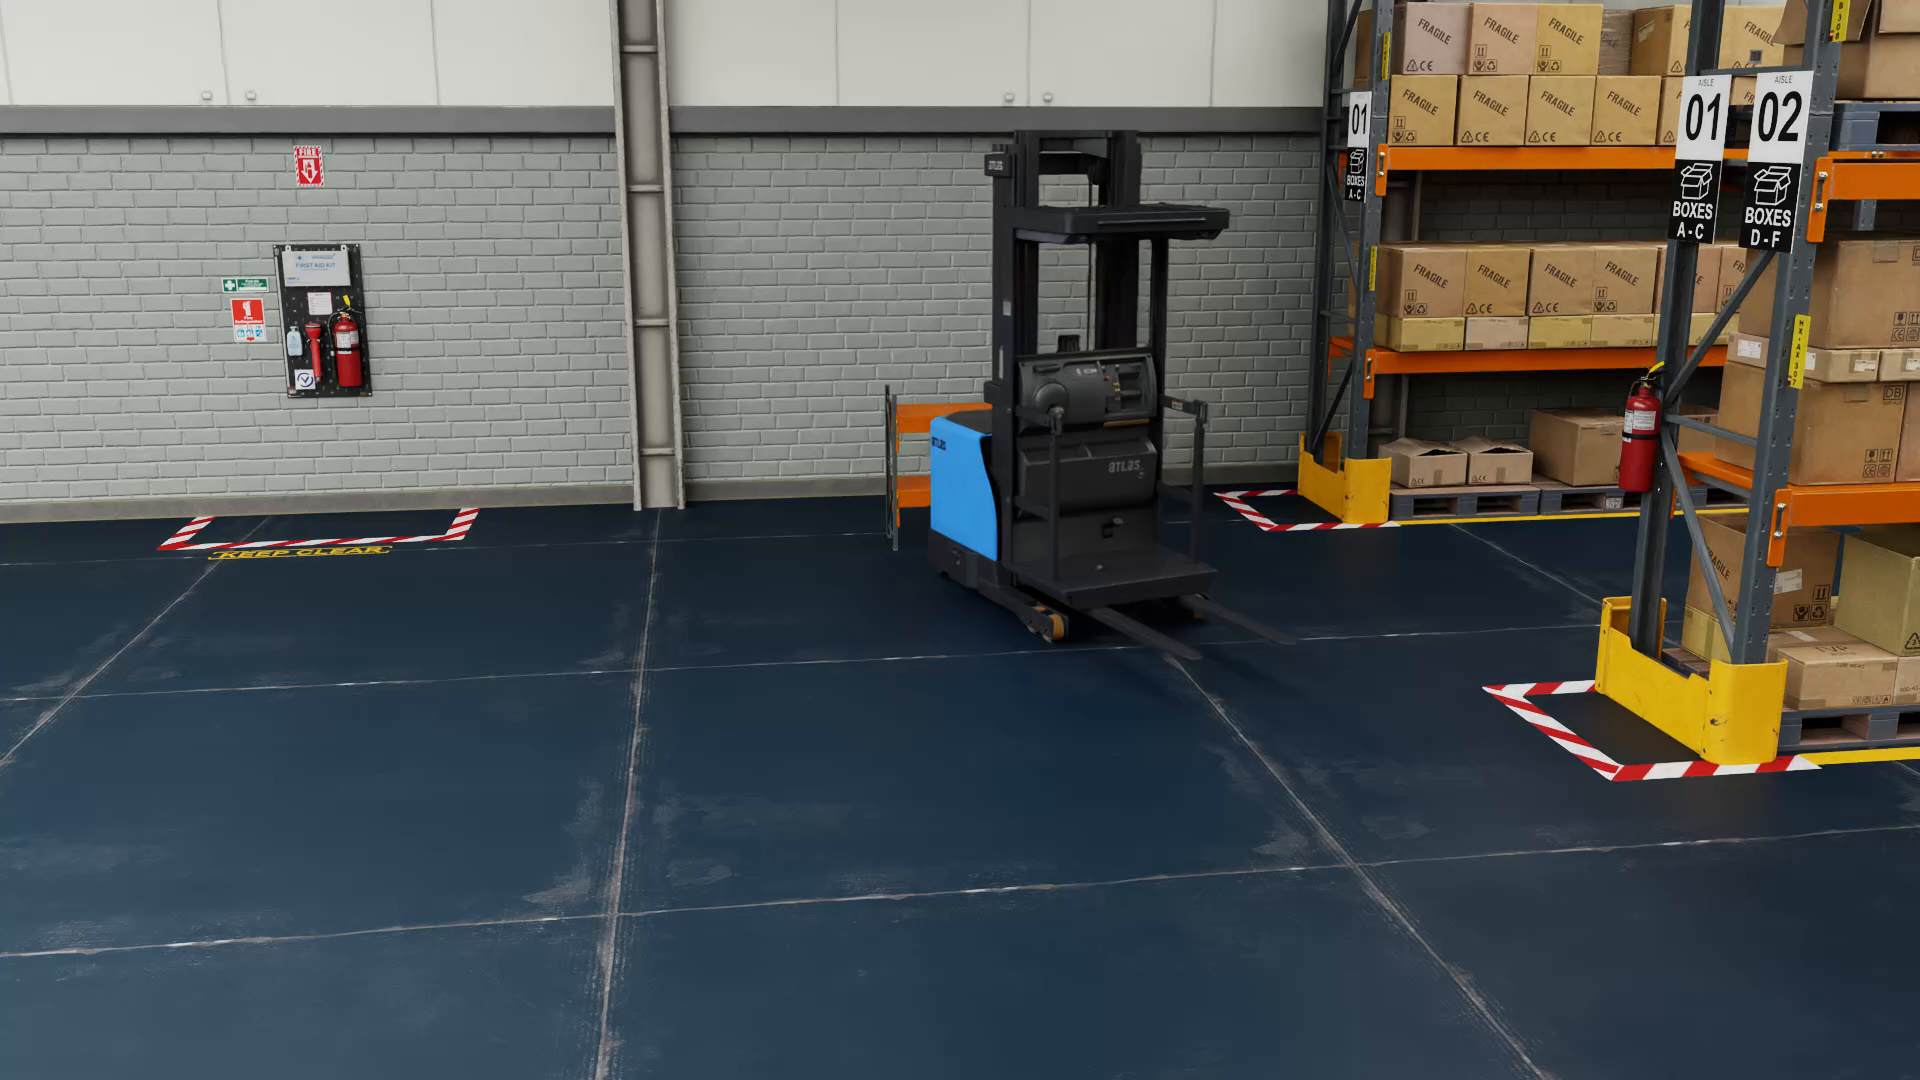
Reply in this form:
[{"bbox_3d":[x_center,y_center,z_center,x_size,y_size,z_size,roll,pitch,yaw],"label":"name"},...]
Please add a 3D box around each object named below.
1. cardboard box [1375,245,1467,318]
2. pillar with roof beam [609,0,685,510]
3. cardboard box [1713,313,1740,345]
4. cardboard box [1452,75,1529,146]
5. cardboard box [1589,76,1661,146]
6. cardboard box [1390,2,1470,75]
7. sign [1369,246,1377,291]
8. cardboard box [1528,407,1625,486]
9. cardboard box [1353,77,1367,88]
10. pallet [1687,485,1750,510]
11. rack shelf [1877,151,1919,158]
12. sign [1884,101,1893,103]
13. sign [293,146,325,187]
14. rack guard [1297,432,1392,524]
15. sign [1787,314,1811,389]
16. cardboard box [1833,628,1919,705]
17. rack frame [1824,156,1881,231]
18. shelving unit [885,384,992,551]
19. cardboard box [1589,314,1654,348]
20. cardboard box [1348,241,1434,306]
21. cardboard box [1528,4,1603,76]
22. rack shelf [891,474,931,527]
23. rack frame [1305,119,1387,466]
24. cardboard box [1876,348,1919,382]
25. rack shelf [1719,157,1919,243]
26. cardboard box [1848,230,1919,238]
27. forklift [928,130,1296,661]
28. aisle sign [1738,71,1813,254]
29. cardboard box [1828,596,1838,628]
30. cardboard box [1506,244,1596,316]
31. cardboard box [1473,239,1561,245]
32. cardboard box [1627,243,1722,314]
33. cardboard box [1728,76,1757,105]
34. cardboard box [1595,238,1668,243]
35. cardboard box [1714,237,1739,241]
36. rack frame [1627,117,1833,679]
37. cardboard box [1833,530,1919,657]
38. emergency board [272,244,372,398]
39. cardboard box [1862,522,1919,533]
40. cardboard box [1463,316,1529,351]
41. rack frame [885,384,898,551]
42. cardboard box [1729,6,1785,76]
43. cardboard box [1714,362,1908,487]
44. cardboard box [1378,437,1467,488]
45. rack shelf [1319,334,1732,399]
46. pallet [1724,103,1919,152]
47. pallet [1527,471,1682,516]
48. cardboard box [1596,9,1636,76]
[{"bbox_3d":[3.482,-1.962,12.605,0.500,0.500,0.500,-2,14,-8],"label":"cardboard box"},{"bbox_3d":[-1.763,-3.607,8.105,0.400,9.000,9.100,-2,14,-8],"label":"pillar with roof beam"},{"bbox_3d":[6.004,-1.692,13.070,0.500,0.250,0.500,-2,14,-8],"label":"cardboard box"},{"bbox_3d":[3.870,-3.192,12.372,0.500,0.500,0.500,-1,14,-5],"label":"cardboard box"},{"bbox_3d":[4.909,-3.237,12.549,0.500,0.500,0.500,-1,14,-5],"label":"cardboard box"},{"bbox_3d":[3.383,-3.670,12.221,0.500,0.500,0.500,-3,14,-12],"label":"cardboard box"},{"bbox_3d":[3.046,-2.006,12.274,0.005,0.325,0.100,-2,14,-8],"label":"sign"},{"bbox_3d":[4.960,-0.756,13.304,0.500,0.500,0.700,-3,14,-12],"label":"cardboard box"},{"bbox_3d":[3.340,-3.306,12.823,0.500,0.500,0.500,-1,14,-4],"label":"cardboard box"},{"bbox_3d":[6.262,-0.476,13.686,1.213,0.211,1.003,-2,14,-8],"label":"pallet"},{"bbox_3d":[8.899,-3.040,13.489,4.000,0.370,1.077,-2,14,-8],"label":"rack shelf"},{"bbox_3d":[7.009,-3.437,12.531,0.005,0.325,0.100,-2,14,-8],"label":"sign"},{"bbox_3d":[-4.876,-2.800,12.455,0.199,0.298,0.001,-2,14,-8],"label":"sign"},{"bbox_3d":[3.041,-0.507,13.215,0.348,0.500,1.175,-2,14,-8],"label":"rack guard"},{"bbox_3d":[3.784,-0.850,7.501,0.005,0.325,0.100,-2,14,-8],"label":"sign"},{"bbox_3d":[4.764,0.620,8.372,0.500,0.250,0.500,-2,14,-8],"label":"cardboard box"},{"bbox_3d":[6.921,-1.861,13.478,0.127,3.000,1.000,-2,14,-8],"label":"rack frame"},{"bbox_3d":[0.007,-0.546,12.086,1.048,1.125,0.538,-2,14,-8],"label":"shelving unit"},{"bbox_3d":[5.011,-1.652,12.909,0.500,0.250,0.500,-2,14,-8],"label":"cardboard box"},{"bbox_3d":[3.400,-2.085,13.096,0.500,0.500,0.500,-2,14,-9],"label":"cardboard box"},{"bbox_3d":[4.391,-3.697,12.330,0.500,0.500,0.500,-2,14,-7],"label":"cardboard box"},{"bbox_3d":[0.007,-0.309,12.145,1.000,0.278,0.538,-2,14,-8],"label":"rack shelf"},{"bbox_3d":[2.965,-1.716,12.900,0.127,3.000,1.000,-2,14,-8],"label":"rack frame"},{"bbox_3d":[4.388,-0.861,7.949,0.250,0.149,0.380,-2,14,-10],"label":"cardboard box"},{"bbox_3d":[5.685,-1.703,8.161,4.000,0.370,1.077,-2,14,-8],"label":"rack shelf"},{"bbox_3d":[4.742,-1.239,8.123,0.500,0.500,0.700,-2,14,-10],"label":"cardboard box"},{"bbox_3d":[0.877,-0.940,9.946,1.130,2.935,3.031,-7,16,-25],"label":"forklift"},{"bbox_3d":[3.688,-1.710,7.529,0.004,0.787,0.394,-2,14,-8],"label":"aisle sign"},{"bbox_3d":[4.686,0.493,8.877,0.500,0.250,0.500,-2,14,-8],"label":"cardboard box"},{"bbox_3d":[4.484,-1.995,12.735,0.500,0.500,0.500,-3,14,-10],"label":"cardboard box"},{"bbox_3d":[4.410,-2.121,13.238,0.500,0.500,0.500,-2,14,-10],"label":"cardboard box"},{"bbox_3d":[5.507,-2.035,12.897,0.500,0.500,0.500,-3,14,-10],"label":"cardboard box"},{"bbox_3d":[5.956,-3.282,12.727,0.500,0.500,0.500,-3,14,-13],"label":"cardboard box"},{"bbox_3d":[5.419,-2.161,13.397,0.500,0.500,0.500,-2,14,-7],"label":"cardboard box"},{"bbox_3d":[6.425,-2.195,13.535,0.500,0.500,0.500,-2,14,-10],"label":"cardboard box"},{"bbox_3d":[3.707,-0.525,8.149,0.127,3.000,1.000,-2,14,-8],"label":"rack frame"},{"bbox_3d":[4.765,0.257,8.279,0.500,0.500,0.500,-2,14,-8],"label":"cardboard box"},{"bbox_3d":[-4.854,-1.652,12.643,0.643,1.169,0.194,-2,14,-8],"label":"emergency board"},{"bbox_3d":[5.180,0.110,8.863,0.500,0.500,0.500,-2,14,-8],"label":"cardboard box"},{"bbox_3d":[4.007,-1.617,12.770,0.500,0.250,0.500,-3,14,-10],"label":"cardboard box"},{"bbox_3d":[-0.496,-0.527,12.013,0.032,1.125,0.500,-2,14,-8],"label":"rack frame"},{"bbox_3d":[5.922,-3.754,12.554,0.500,0.500,0.500,-1,14,-5],"label":"cardboard box"},{"bbox_3d":[4.171,-0.587,8.192,0.500,0.500,0.700,-2,14,-8],"label":"cardboard box"},{"bbox_3d":[3.663,-0.629,13.187,0.500,0.311,0.500,-4,15,-15],"label":"cardboard box"},{"bbox_3d":[4.943,-1.440,13.276,4.000,0.370,1.077,-2,14,-8],"label":"rack shelf"},{"bbox_3d":[4.410,-1.956,7.872,1.213,0.211,1.003,-2,14,-8],"label":"pallet"},{"bbox_3d":[5.053,-0.431,13.506,1.213,0.211,1.003,-2,14,-8],"label":"pallet"},{"bbox_3d":[4.880,-3.844,12.916,0.500,0.500,0.500,-2,14,-8],"label":"cardboard box"}]
